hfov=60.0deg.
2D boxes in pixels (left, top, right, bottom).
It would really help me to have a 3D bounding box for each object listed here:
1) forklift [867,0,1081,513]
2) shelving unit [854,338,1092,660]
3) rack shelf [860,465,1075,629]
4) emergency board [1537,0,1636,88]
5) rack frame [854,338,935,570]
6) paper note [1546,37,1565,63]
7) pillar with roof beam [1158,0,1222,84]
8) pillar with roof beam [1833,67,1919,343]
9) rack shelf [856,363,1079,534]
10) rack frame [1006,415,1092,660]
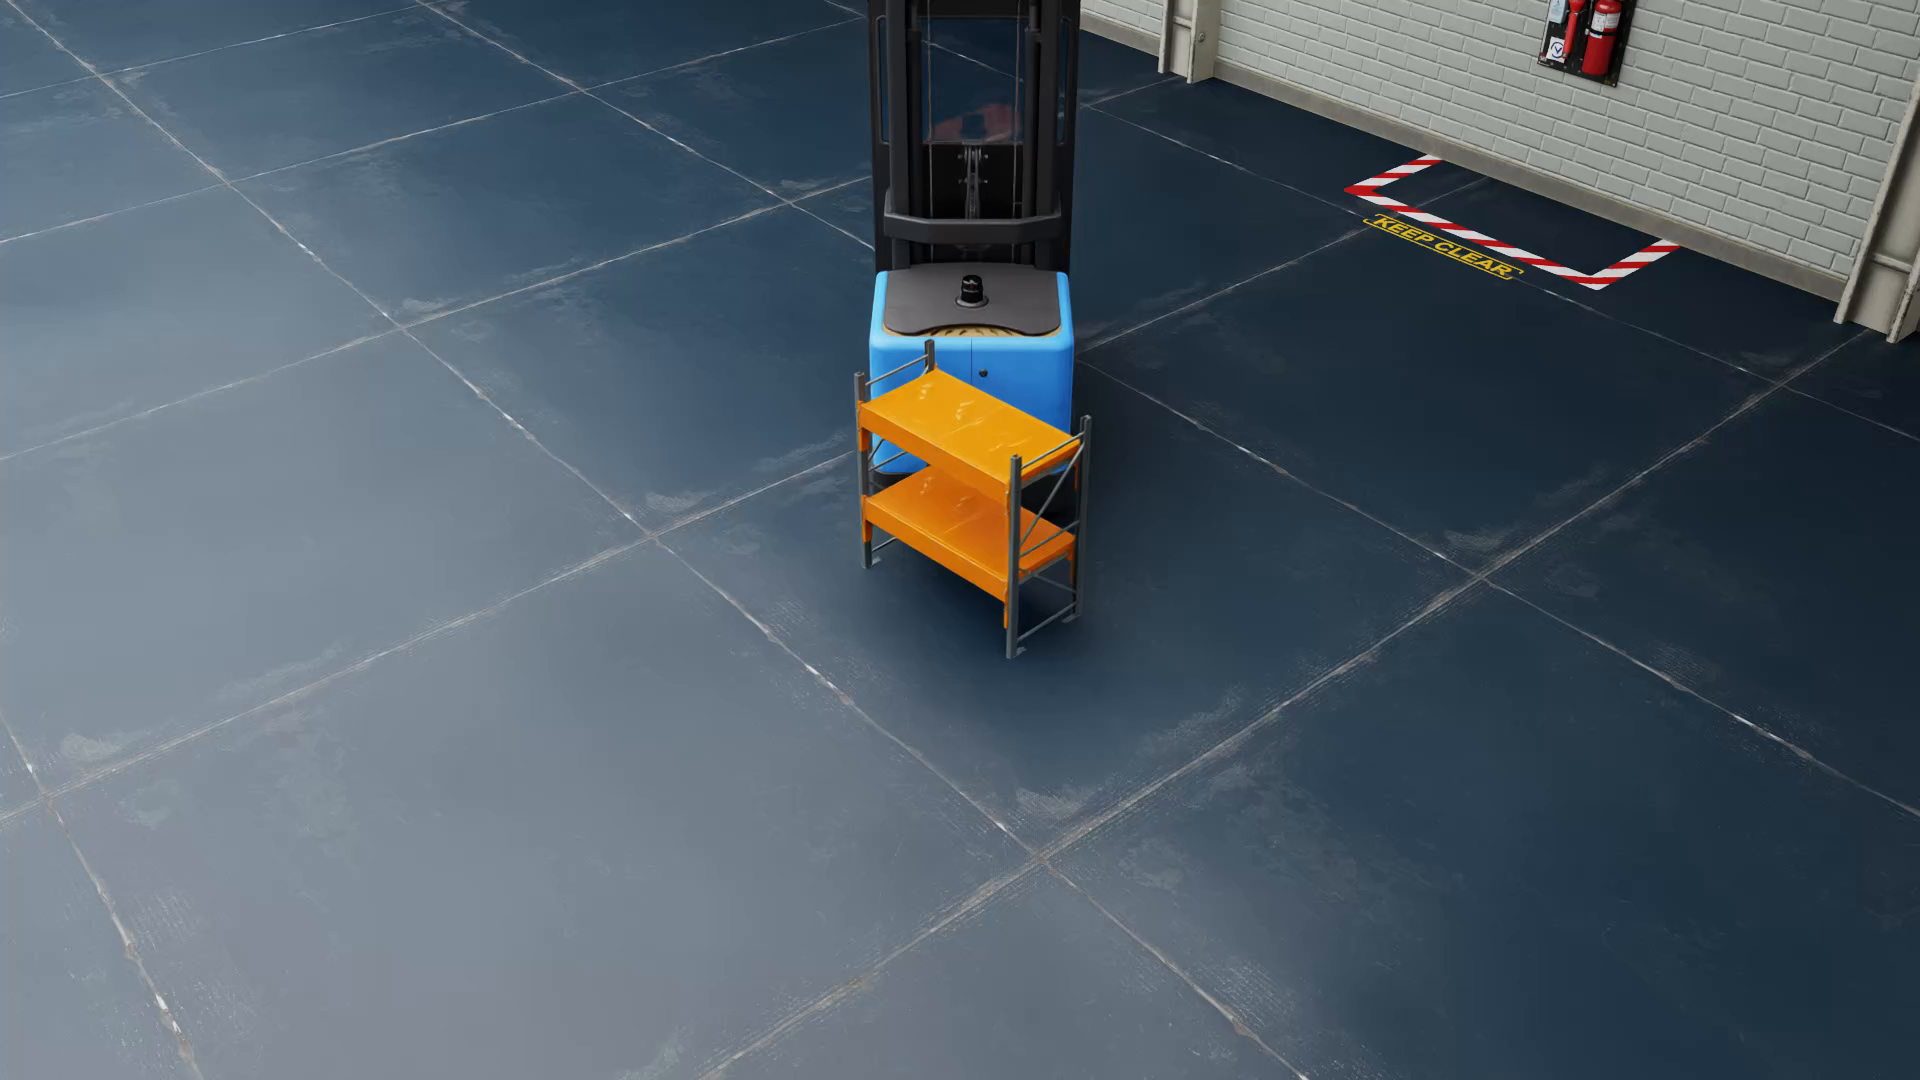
[{"bbox_3d":[0.071,-2.157,9.161,1.130,2.935,3.031,0,35,0],"label":"forklift"},{"bbox_3d":[0.048,-0.207,7.970,0.538,1.125,1.048,-30,45,-35],"label":"shelving unit"},{"bbox_3d":[0.048,-0.007,8.111,0.538,0.278,1.000,-30,45,-35],"label":"rack shelf"},{"bbox_3d":[4.259,-3.699,11.279,0.194,1.169,0.643,-26,43,-32],"label":"emergency board"},{"bbox_3d":[-0.310,-0.416,8.265,0.500,1.125,0.032,-30,45,-35],"label":"rack frame"},{"bbox_3d":[4.197,-3.444,11.681,0.016,0.148,0.142,-26,43,-32],"label":"paper note"},{"bbox_3d":[-1.336,-6.086,9.458,9.100,9.000,0.400,-26,43,-32],"label":"pillar with roof beam"},{"bbox_3d":[2.536,-3.437,5.718,9.100,9.000,0.400,-26,43,-32],"label":"pillar with roof beam"},{"bbox_3d":[0.048,-0.446,7.801,0.538,0.278,1.000,-30,45,-35],"label":"rack shelf"},{"bbox_3d":[0.406,0.002,7.676,0.500,1.125,0.032,-30,45,-35],"label":"rack frame"}]
